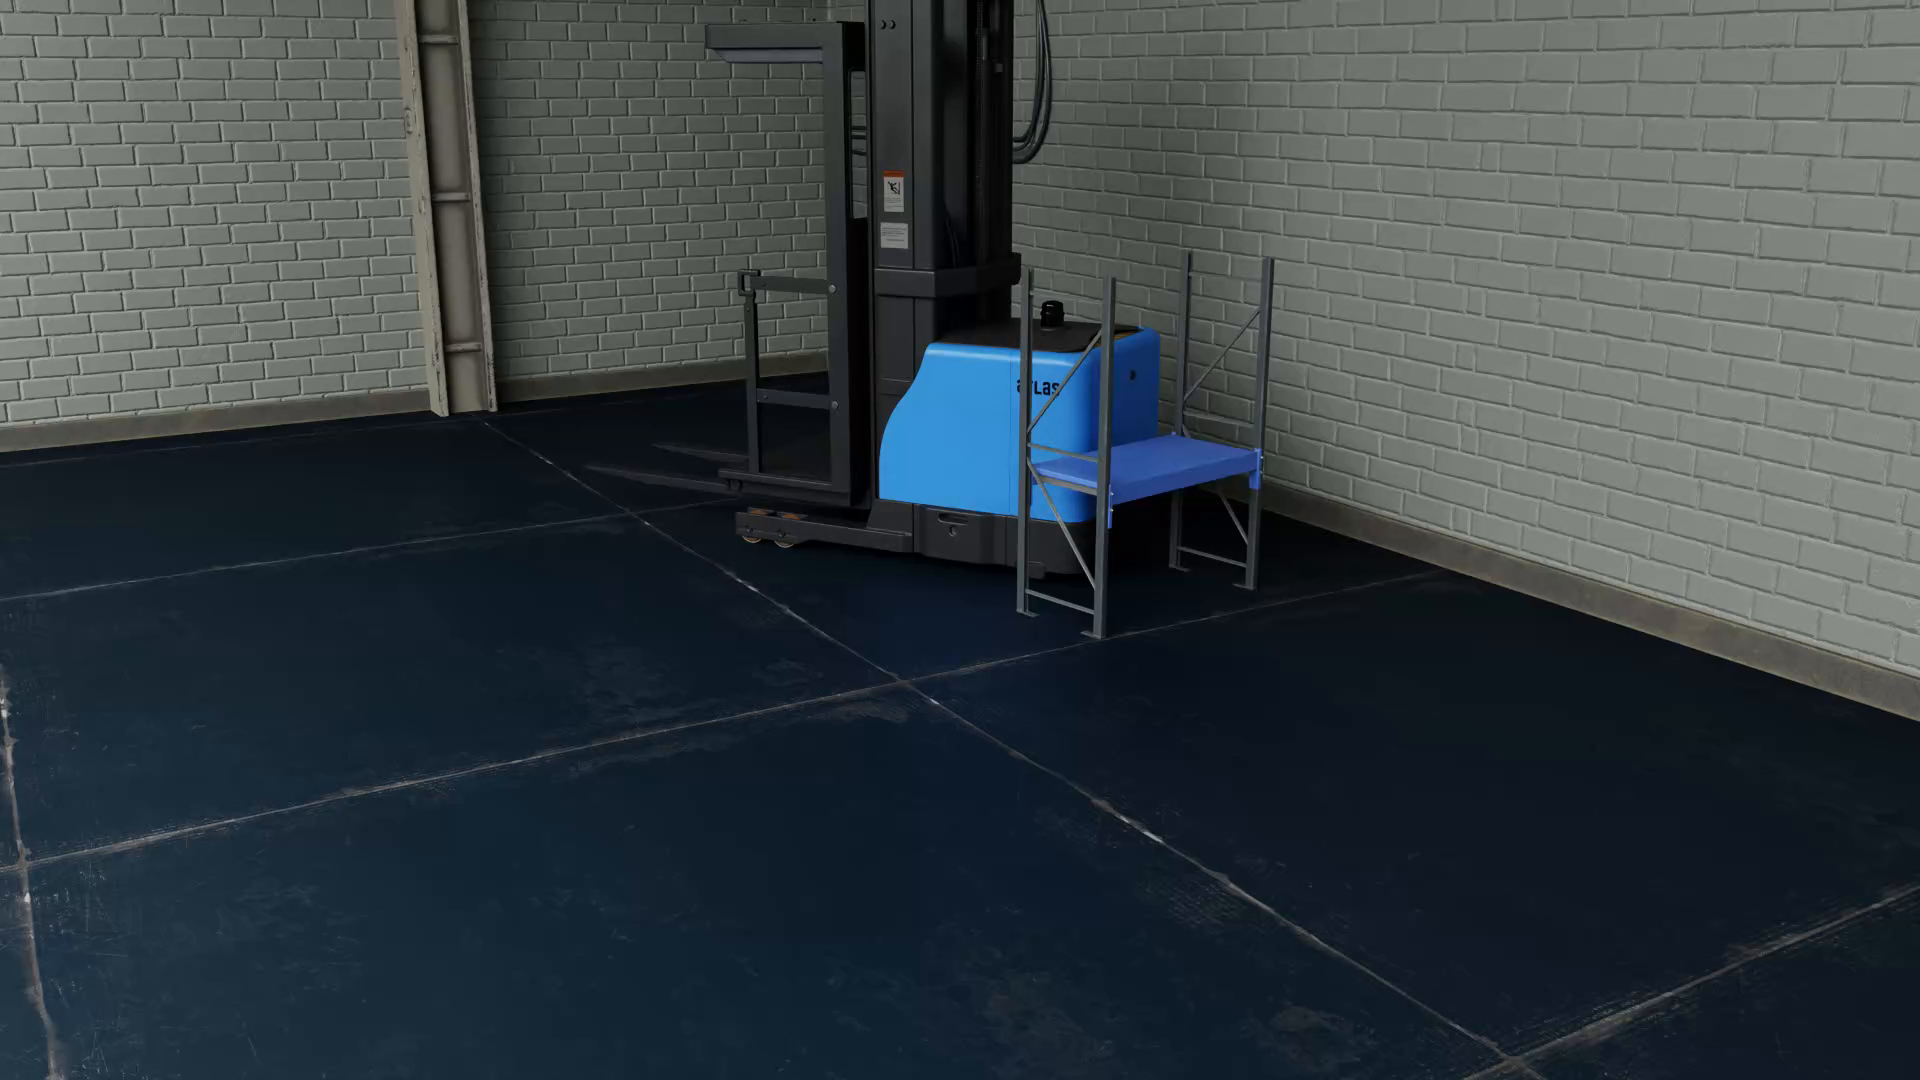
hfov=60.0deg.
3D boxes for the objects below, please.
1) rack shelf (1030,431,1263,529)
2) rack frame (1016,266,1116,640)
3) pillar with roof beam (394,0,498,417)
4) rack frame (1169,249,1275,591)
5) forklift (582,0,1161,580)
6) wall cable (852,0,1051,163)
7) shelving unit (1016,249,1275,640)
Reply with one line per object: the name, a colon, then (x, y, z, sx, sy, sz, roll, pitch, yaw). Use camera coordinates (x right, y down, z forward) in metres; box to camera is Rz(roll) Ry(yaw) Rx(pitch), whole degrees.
rack shelf: (0.804, -0.279, 7.286, 1.000, 0.185, 0.538, -14, 21, -41)
rack frame: (0.431, -0.359, 6.906, 0.032, 1.500, 0.500, -14, 21, -41)
pillar with roof beam: (-1.261, -4.249, 6.894, 0.400, 9.000, 9.100, -9, 18, -30)
rack frame: (1.179, -0.544, 7.568, 0.032, 1.500, 0.500, -14, 21, -41)
forklift: (-0.553, -1.489, 8.291, 3.031, 2.935, 1.130, 8, 18, 26)
wall cable: (-0.272, -3.853, 11.236, 0.112, 2.526, 3.097, -9, 18, -30)
shelving unit: (0.805, -0.452, 7.237, 1.048, 1.500, 0.538, -14, 21, -41)
